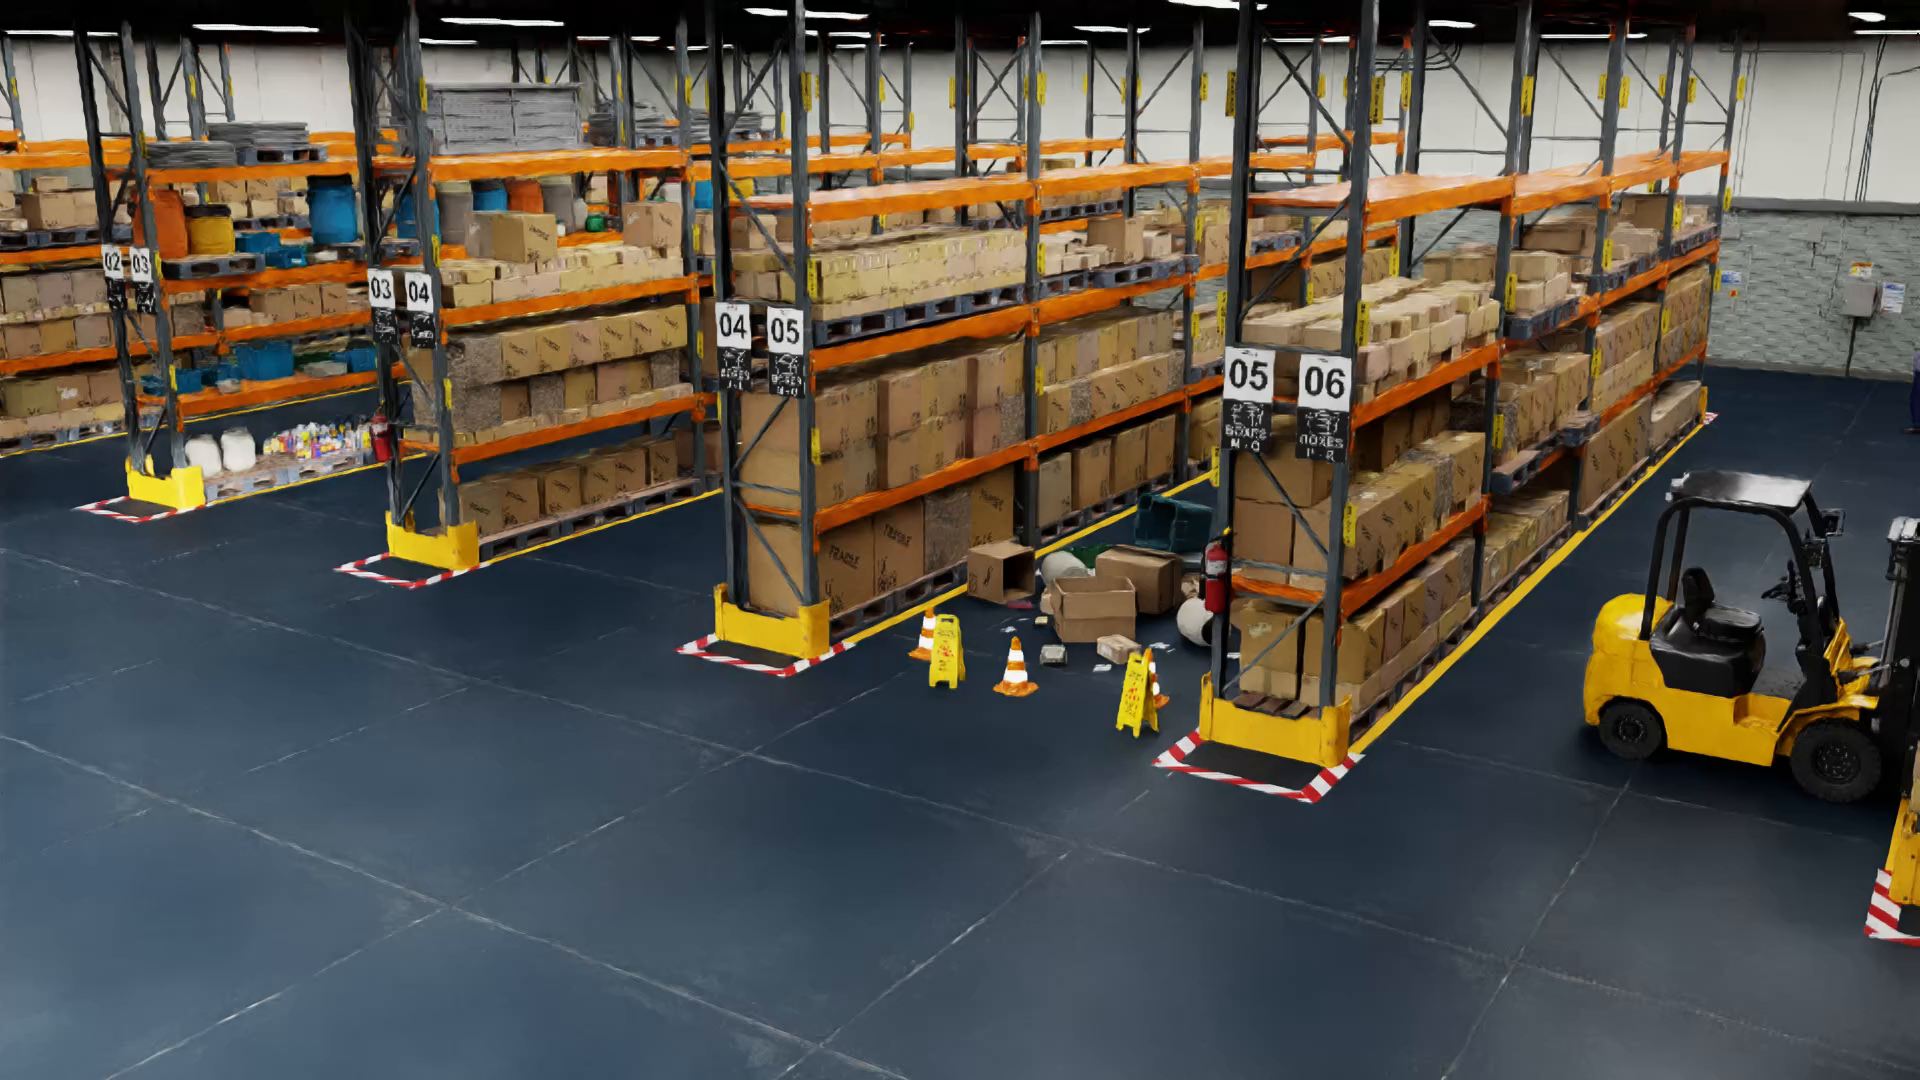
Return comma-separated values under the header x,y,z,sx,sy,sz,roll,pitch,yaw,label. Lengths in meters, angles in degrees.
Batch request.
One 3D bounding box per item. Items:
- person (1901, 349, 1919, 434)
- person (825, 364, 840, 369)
x,y,z,sx,sy,sz,roll,pitch,yaw,label
14.456,-2.372,24.729,0.523,1.638,0.593,2,16,8,person
-1.600,-1.569,21.849,0.639,1.632,0.512,9,18,29,person
